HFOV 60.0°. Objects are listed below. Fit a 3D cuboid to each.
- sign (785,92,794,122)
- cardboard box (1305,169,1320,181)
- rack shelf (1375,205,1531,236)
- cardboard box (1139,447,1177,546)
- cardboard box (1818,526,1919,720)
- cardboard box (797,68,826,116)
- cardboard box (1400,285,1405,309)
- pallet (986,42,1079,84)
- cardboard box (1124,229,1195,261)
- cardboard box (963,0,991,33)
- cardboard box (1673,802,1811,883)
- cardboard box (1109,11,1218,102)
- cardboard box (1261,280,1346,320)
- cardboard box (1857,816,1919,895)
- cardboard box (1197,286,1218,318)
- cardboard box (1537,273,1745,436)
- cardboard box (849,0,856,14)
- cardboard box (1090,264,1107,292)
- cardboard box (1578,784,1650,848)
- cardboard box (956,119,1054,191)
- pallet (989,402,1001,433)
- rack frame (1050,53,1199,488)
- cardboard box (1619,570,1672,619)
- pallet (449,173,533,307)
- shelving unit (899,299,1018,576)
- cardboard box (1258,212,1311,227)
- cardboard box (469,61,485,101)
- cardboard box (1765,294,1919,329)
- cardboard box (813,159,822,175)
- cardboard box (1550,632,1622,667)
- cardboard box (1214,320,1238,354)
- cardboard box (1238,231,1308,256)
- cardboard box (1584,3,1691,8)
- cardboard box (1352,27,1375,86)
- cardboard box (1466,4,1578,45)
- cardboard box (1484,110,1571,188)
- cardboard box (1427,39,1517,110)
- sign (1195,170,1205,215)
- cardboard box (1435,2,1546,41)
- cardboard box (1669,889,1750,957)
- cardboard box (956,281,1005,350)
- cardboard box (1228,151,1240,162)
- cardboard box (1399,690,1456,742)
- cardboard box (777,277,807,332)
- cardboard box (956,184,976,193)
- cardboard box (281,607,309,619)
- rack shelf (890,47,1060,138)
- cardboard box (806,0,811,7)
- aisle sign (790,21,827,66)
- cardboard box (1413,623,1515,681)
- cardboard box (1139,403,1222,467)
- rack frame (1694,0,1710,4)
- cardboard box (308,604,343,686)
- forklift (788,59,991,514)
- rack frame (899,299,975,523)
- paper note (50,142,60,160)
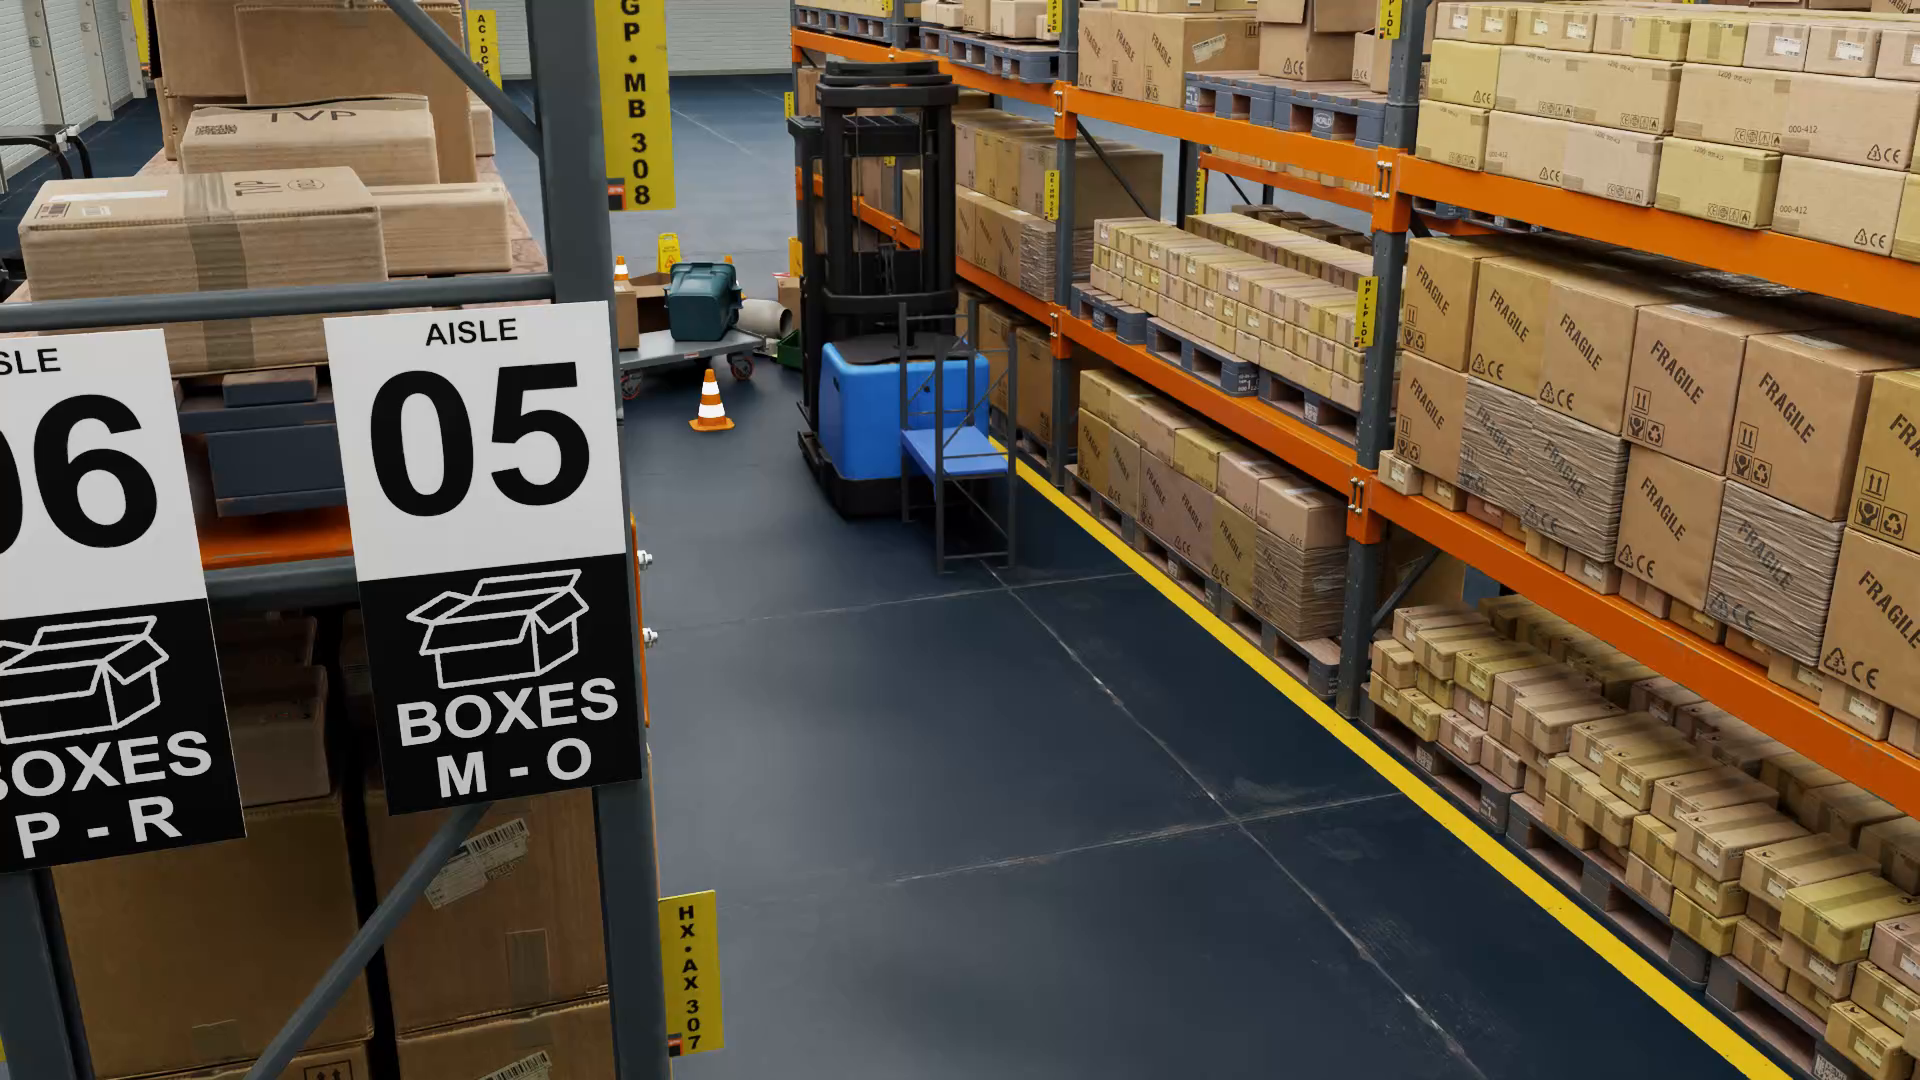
[{"bbox_3d":[-1.894,-4.810,18.472,0.100,0.325,0.005,-6,21,-17],"label":"sign"},{"bbox_3d":[3.940,-3.959,17.873,0.380,0.149,0.250,-6,21,-17],"label":"cardboard box"},{"bbox_3d":[5.261,-2.653,14.928,1.077,0.370,4.000,-6,21,-17],"label":"rack shelf"},{"bbox_3d":[1.456,-0.297,10.382,0.500,0.500,0.500,-7,21,-19],"label":"cardboard box"},{"bbox_3d":[3.121,0.243,5.215,0.500,0.500,0.500,-7,21,-18],"label":"cardboard box"},{"bbox_3d":[-1.285,-4.878,18.240,0.875,0.550,0.550,-6,21,-17],"label":"cardboard box"},{"bbox_3d":[2.548,-1.277,8.905,0.380,0.149,0.250,-6,21,-17],"label":"cardboard box"},{"bbox_3d":[0.896,-3.379,11.727,1.213,0.211,1.003,-5,20,-15],"label":"pallet"},{"bbox_3d":[1.270,-1.880,10.584,0.380,0.149,0.250,-7,21,-18],"label":"cardboard box"},{"bbox_3d":[0.337,-4.086,12.501,0.500,0.500,0.500,-6,21,-17],"label":"cardboard box"},{"bbox_3d":[2.872,1.107,6.113,0.380,0.149,0.250,-6,21,-15],"label":"cardboard box"},{"bbox_3d":[1.240,-2.942,10.085,0.500,0.500,0.500,-6,21,-17],"label":"cardboard box"},{"bbox_3d":[1.848,-1.292,8.947,0.380,0.149,0.250,-6,21,-17],"label":"cardboard box"},{"bbox_3d":[3.507,1.131,6.045,0.380,0.149,0.250,-7,21,-20],"label":"cardboard box"},{"bbox_3d":[1.605,-1.398,9.683,0.380,0.149,0.250,-6,21,-15],"label":"cardboard box"},{"bbox_3d":[2.623,-0.728,6.440,0.500,0.500,0.500,-6,21,-16],"label":"cardboard box"},{"bbox_3d":[-0.845,-5.085,15.802,0.380,0.149,0.250,-6,21,-16],"label":"cardboard box"},{"bbox_3d":[1.098,-1.769,11.155,0.380,0.149,0.250,-7,21,-18],"label":"cardboard box"},{"bbox_3d":[2.711,1.076,6.638,0.380,0.149,0.250,-6,21,-17],"label":"cardboard box"},{"bbox_3d":[0.376,-3.170,13.678,0.700,0.500,0.500,-6,21,-17],"label":"cardboard box"},{"bbox_3d":[0.593,-1.194,13.929,1.003,0.211,1.213,-6,21,-17],"label":"pallet"},{"bbox_3d":[1.149,-1.855,11.643,1.000,3.000,0.127,-6,21,-17],"label":"rack frame"},{"bbox_3d":[2.773,0.171,6.374,0.380,0.149,0.250,-6,21,-15],"label":"cardboard box"},{"bbox_3d":[-1.634,-0.728,4.200,1.003,0.211,1.213,-6,21,-17],"label":"pallet"},{"bbox_3d":[-0.026,-0.677,10.584,0.538,1.500,1.048,-5,20,-13],"label":"shelving unit"},{"bbox_3d":[3.776,-3.547,19.432,0.500,0.500,0.500,-1,20,-3],"label":"cardboard box"},{"bbox_3d":[-1.756,-1.435,5.466,0.396,0.266,0.258,-6,21,-15],"label":"cardboard box"},{"bbox_3d":[3.304,-0.611,6.113,0.500,0.500,0.500,-7,21,-19],"label":"cardboard box"},{"bbox_3d":[-1.206,-4.378,18.447,0.875,0.550,0.550,-6,21,-17],"label":"cardboard box"},{"bbox_3d":[2.968,0.536,7.702,0.380,0.149,0.250,-7,21,-18],"label":"cardboard box"},{"bbox_3d":[1.681,-1.175,9.500,0.380,0.149,0.250,-5,20,-15],"label":"cardboard box"},{"bbox_3d":[1.985,-1.855,10.515,0.380,0.149,0.250,-6,21,-16],"label":"cardboard box"},{"bbox_3d":[2.857,-2.180,7.003,0.380,0.149,0.250,-6,21,-16],"label":"cardboard box"},{"bbox_3d":[2.329,-2.443,8.355,0.500,0.311,0.500,-7,21,-18],"label":"cardboard box"},{"bbox_3d":[2.322,-2.125,6.851,0.380,0.149,0.250,-7,21,-20],"label":"cardboard box"},{"bbox_3d":[2.468,-1.576,6.651,0.500,0.250,0.500,-7,21,-18],"label":"cardboard box"},{"bbox_3d":[2.330,-1.968,7.002,0.500,0.250,0.500,-6,21,-15],"label":"cardboard box"},{"bbox_3d":[1.661,-2.423,11.630,0.100,0.325,0.005,-6,21,-17],"label":"sign"},{"bbox_3d":[2.268,-2.216,7.104,0.380,0.149,0.250,-7,21,-18],"label":"cardboard box"},{"bbox_3d":[2.892,1.391,6.202,0.380,0.149,0.250,-7,21,-20],"label":"cardboard box"},{"bbox_3d":[0.472,-1.778,14.135,1.050,0.750,0.750,-6,21,-17],"label":"cardboard box"},{"bbox_3d":[3.363,-4.517,19.428,0.380,0.149,0.250,-6,21,-17],"label":"cardboard box"},{"bbox_3d":[2.299,0.809,7.822,0.380,0.149,0.250,-6,21,-16],"label":"cardboard box"},{"bbox_3d":[-1.570,-2.352,16.722,0.500,0.500,0.500,-3,20,-8],"label":"cardboard box"},{"bbox_3d":[0.116,-2.665,13.752,0.500,0.500,0.500,-6,21,-17],"label":"cardboard box"},{"bbox_3d":[-1.610,0.116,3.569,0.380,0.149,0.250,-6,21,-16],"label":"cardboard box"},{"bbox_3d":[0.521,-3.570,13.044,1.077,0.370,4.000,-6,21,-17],"label":"rack shelf"},{"bbox_3d":[-1.403,-5.654,17.385,0.380,0.149,0.250,-6,21,-17],"label":"cardboard box"},{"bbox_3d":[-1.672,-5.636,18.326,0.394,0.787,0.004,-6,21,-17],"label":"aisle sign"},{"bbox_3d":[2.348,0.520,7.747,0.380,0.149,0.250,-5,20,-15],"label":"cardboard box"},{"bbox_3d":[1.439,-0.659,10.281,0.500,0.250,0.500,-6,21,-17],"label":"cardboard box"},{"bbox_3d":[5.890,-5.173,12.006,1.000,3.000,0.127,-6,21,-17],"label":"rack frame"},{"bbox_3d":[-1.573,0.459,3.574,0.500,0.500,0.500,-6,21,-17],"label":"cardboard box"},{"bbox_3d":[-0.628,-2.016,12.195,1.130,2.935,3.031,-5,20,-13],"label":"forklift"},{"bbox_3d":[-0.148,-0.844,11.048,0.500,1.500,0.032,-5,20,-13],"label":"rack frame"},{"bbox_3d":[-2.217,-0.953,4.067,0.006,0.032,0.123,-6,21,-17],"label":"paper note"}]
